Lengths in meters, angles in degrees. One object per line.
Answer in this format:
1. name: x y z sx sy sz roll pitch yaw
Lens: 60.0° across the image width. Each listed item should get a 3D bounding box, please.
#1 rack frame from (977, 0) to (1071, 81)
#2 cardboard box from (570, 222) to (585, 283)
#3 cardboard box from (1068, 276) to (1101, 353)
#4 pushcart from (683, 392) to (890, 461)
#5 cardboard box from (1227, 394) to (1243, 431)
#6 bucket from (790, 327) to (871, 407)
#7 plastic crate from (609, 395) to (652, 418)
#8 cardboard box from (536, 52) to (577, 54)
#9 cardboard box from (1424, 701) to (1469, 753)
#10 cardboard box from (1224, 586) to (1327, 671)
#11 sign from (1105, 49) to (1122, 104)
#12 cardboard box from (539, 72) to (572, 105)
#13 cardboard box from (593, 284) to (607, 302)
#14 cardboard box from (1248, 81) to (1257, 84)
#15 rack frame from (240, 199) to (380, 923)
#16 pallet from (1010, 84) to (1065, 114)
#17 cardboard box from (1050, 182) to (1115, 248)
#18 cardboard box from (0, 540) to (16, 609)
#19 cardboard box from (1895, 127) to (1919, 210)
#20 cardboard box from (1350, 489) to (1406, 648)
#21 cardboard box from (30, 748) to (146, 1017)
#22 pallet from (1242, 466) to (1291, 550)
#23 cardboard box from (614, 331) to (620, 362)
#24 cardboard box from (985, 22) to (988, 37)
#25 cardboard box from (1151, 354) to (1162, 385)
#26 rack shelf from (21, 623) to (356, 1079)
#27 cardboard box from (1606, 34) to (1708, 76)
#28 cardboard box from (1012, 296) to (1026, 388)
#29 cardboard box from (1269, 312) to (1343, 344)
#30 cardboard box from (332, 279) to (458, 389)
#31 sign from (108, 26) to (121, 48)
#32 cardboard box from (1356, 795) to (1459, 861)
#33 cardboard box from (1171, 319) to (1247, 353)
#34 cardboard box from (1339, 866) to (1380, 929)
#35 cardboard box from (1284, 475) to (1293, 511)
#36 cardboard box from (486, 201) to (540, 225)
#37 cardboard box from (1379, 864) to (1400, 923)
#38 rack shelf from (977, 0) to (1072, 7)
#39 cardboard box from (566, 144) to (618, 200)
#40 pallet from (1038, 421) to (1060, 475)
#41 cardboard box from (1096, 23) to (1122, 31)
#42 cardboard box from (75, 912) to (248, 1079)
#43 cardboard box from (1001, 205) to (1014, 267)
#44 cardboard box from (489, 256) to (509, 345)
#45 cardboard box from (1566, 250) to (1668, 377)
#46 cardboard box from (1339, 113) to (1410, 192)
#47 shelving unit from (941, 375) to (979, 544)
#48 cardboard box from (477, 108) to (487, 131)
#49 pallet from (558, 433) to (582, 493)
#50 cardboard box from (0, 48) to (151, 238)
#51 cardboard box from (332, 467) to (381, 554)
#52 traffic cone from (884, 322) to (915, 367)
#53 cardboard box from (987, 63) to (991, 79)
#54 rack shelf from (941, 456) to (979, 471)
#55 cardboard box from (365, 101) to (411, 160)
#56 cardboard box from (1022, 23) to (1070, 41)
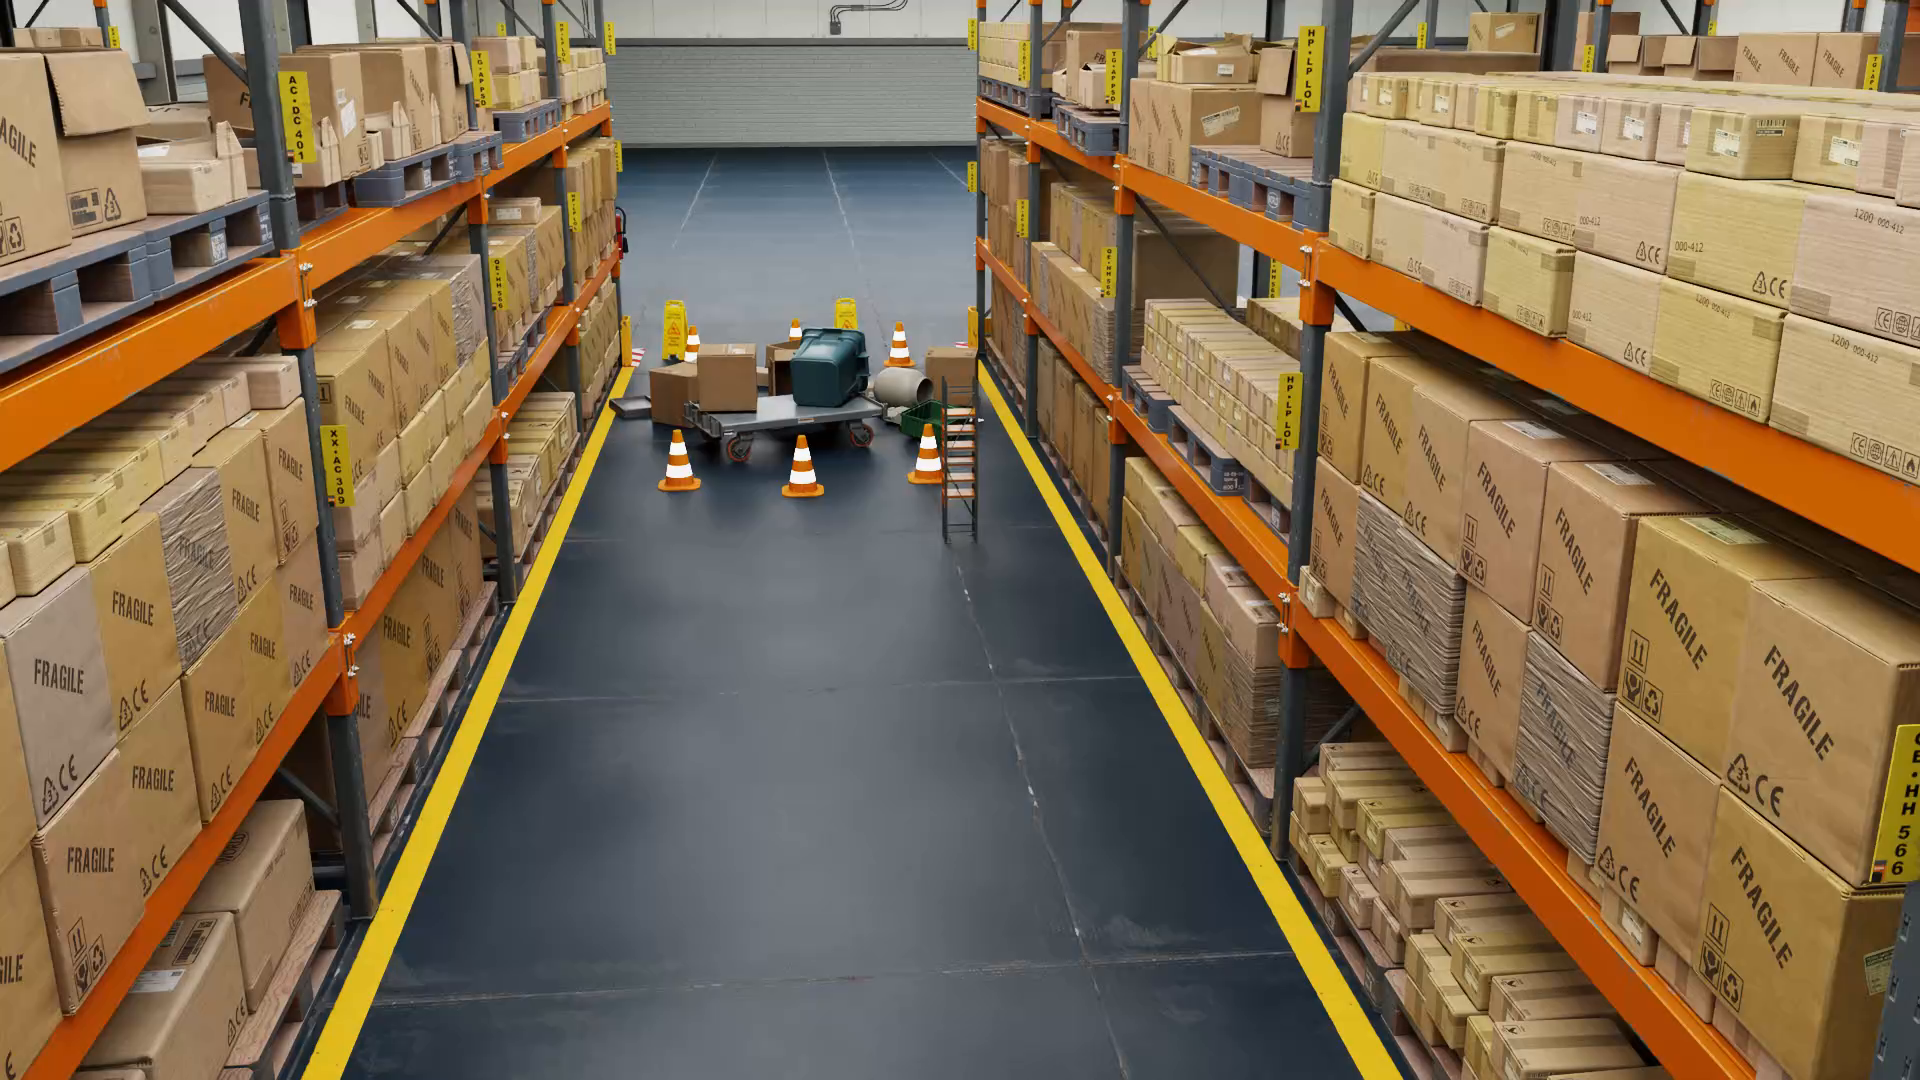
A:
1. rack frame: 0.688 -6.440 17.667 1.000 3.000 0.127 -2 18 -6
2. cardboard box: -3.581 -2.533 14.572 0.500 0.500 0.500 -2 18 -6
3. cardboard box: 1.098 -1.666 12.308 0.500 0.500 0.500 -2 18 -7
4. pushcart: -1.550 -1.037 14.852 1.648 0.377 0.936 -8 19 -25
5. cardboard box: 1.579 -0.649 8.458 0.380 0.149 0.250 -3 18 -8
6. bucket: -1.207 -1.519 14.935 0.726 0.611 0.620 4 28 13
7. plastic crate: -3.159 -1.303 16.195 0.402 0.080 0.583 -8 19 -25
8. cardboard box: -3.710 -4.385 15.217 0.380 0.149 0.250 -2 18 -6
9. cardboard box: 1.813 0.602 5.670 0.380 0.149 0.250 -1 17 -3
10. cardboard box: 1.597 0.418 8.059 0.500 0.250 0.500 -2 18 -7
11. sign: 0.960 -2.895 10.389 0.100 0.325 0.005 -2 18 -6
12. cardboard box: -3.586 -3.844 14.160 0.500 0.250 0.500 -2 18 -7
13. cardboard box: -3.731 -2.459 16.557 0.380 0.149 0.250 -1 17 -3
14. cardboard box: 1.889 -2.362 9.520 0.500 0.500 0.500 -2 18 -6
15. rack frame: -2.988 0.180 6.595 1.000 3.000 0.127 -2 18 -6
16. pallet: 1.026 -4.019 15.111 1.003 0.211 1.213 -2 18 -6
17. cardboard box: 1.157 -2.763 14.135 0.700 0.500 0.500 -2 18 -7
18. cardboard box: -2.472 0.112 3.893 0.380 0.149 0.250 -2 18 -5
19. cardboard box: 2.011 -0.689 3.107 0.380 0.149 0.250 -2 18 -6
20. cardboard box: 1.784 0.110 6.155 0.500 0.500 0.500 -2 18 -6
21. cardboard box: -2.454 0.870 4.230 0.500 0.500 0.500 -2 18 -6
22. pallet: 1.991 -0.143 7.946 1.003 0.211 1.213 -2 18 -6
23. cardboard box: -3.872 -2.044 17.569 0.500 0.250 0.500 -2 18 -6
24. cardboard box: 0.457 -5.258 17.128 0.380 0.149 0.250 -2 18 -6
25. cardboard box: 1.386 -1.056 10.250 0.380 0.149 0.250 -1 17 -3
26. rack shelf: -2.782 1.119 4.805 1.077 0.370 4.000 -2 18 -6
27. cardboard box: 5.994 -4.047 14.179 0.797 0.503 0.637 -3 18 -8
28. cardboard box: 1.008 -2.031 16.484 0.875 0.875 0.875 -2 18 -5
29. cardboard box: 2.070 -1.274 9.953 0.380 0.149 0.250 -1 17 -4
30. cardboard box: -2.981 -1.089 8.803 0.500 0.500 0.500 -2 18 -6
31. sign: -8.621 -5.069 16.961 0.100 0.325 0.005 -2 18 -6
32. cardboard box: 1.799 1.140 6.603 0.380 0.149 0.250 -2 18 -6
33. cardboard box: 1.446 -1.183 9.663 0.380 0.149 0.250 -3 18 -8
34. cardboard box: 1.748 1.427 6.682 0.380 0.149 0.250 -2 18 -6
35. cardboard box: 1.687 -0.195 7.510 0.380 0.149 0.250 -2 18 -7
36. cardboard box: -3.405 -2.486 12.641 0.380 0.149 0.250 -3 18 -8
37. cardboard box: 1.846 1.358 6.407 0.380 0.149 0.250 -3 18 -8
38. rack shelf: 0.894 -5.310 15.937 1.077 0.370 4.000 -2 18 -6
39. cardboard box: -3.756 -3.616 16.355 0.700 0.500 0.500 -2 18 -6
40. pallet: 1.255 -0.828 14.463 1.003 0.211 1.213 -2 18 -6
41. cardboard box: 1.401 -4.445 14.540 0.380 0.149 0.250 -2 18 -5
42. cardboard box: -2.937 1.659 5.460 0.875 0.438 0.875 -2 18 -7
43. cardboard box: 0.878 -3.050 16.633 0.875 0.550 0.500 -2 18 -6
44. cardboard box: -3.217 -1.543 10.718 0.500 0.500 0.500 -2 18 -7
45. cardboard box: 1.930 -0.598 4.316 0.500 0.250 0.500 -1 17 -3
46. cardboard box: 1.736 -1.450 6.196 0.500 0.250 0.500 -1 17 -4
47. shelving unit: -0.002 -0.577 12.011 0.258 1.200 0.189 -2 18 -6
48. cardboard box: -3.488 -2.773 10.827 0.700 0.500 0.500 -2 18 -6
49. pallet: -3.731 -0.641 13.866 1.003 0.211 1.213 -2 18 -6
50. cardboard box: -2.817 -1.147 4.776 0.797 0.503 0.637 0 17 -1
51. cardboard box: -2.753 -0.126 6.988 0.500 0.250 0.500 -2 18 -7
52. traffic cone: -0.670 -2.166 18.302 0.336 0.463 0.334 -2 18 -6
53. cardboard box: 0.483 -4.799 16.999 0.380 0.149 0.250 -2 18 -5
54. rack shelf: -0.002 -0.534 12.024 0.258 0.103 0.180 -2 18 -6
55. cardboard box: -2.828 -1.942 7.871 0.396 0.266 0.258 0 17 -1
56. cardboard box: 0.745 -4.425 14.477 0.380 0.149 0.250 -2 18 -6
